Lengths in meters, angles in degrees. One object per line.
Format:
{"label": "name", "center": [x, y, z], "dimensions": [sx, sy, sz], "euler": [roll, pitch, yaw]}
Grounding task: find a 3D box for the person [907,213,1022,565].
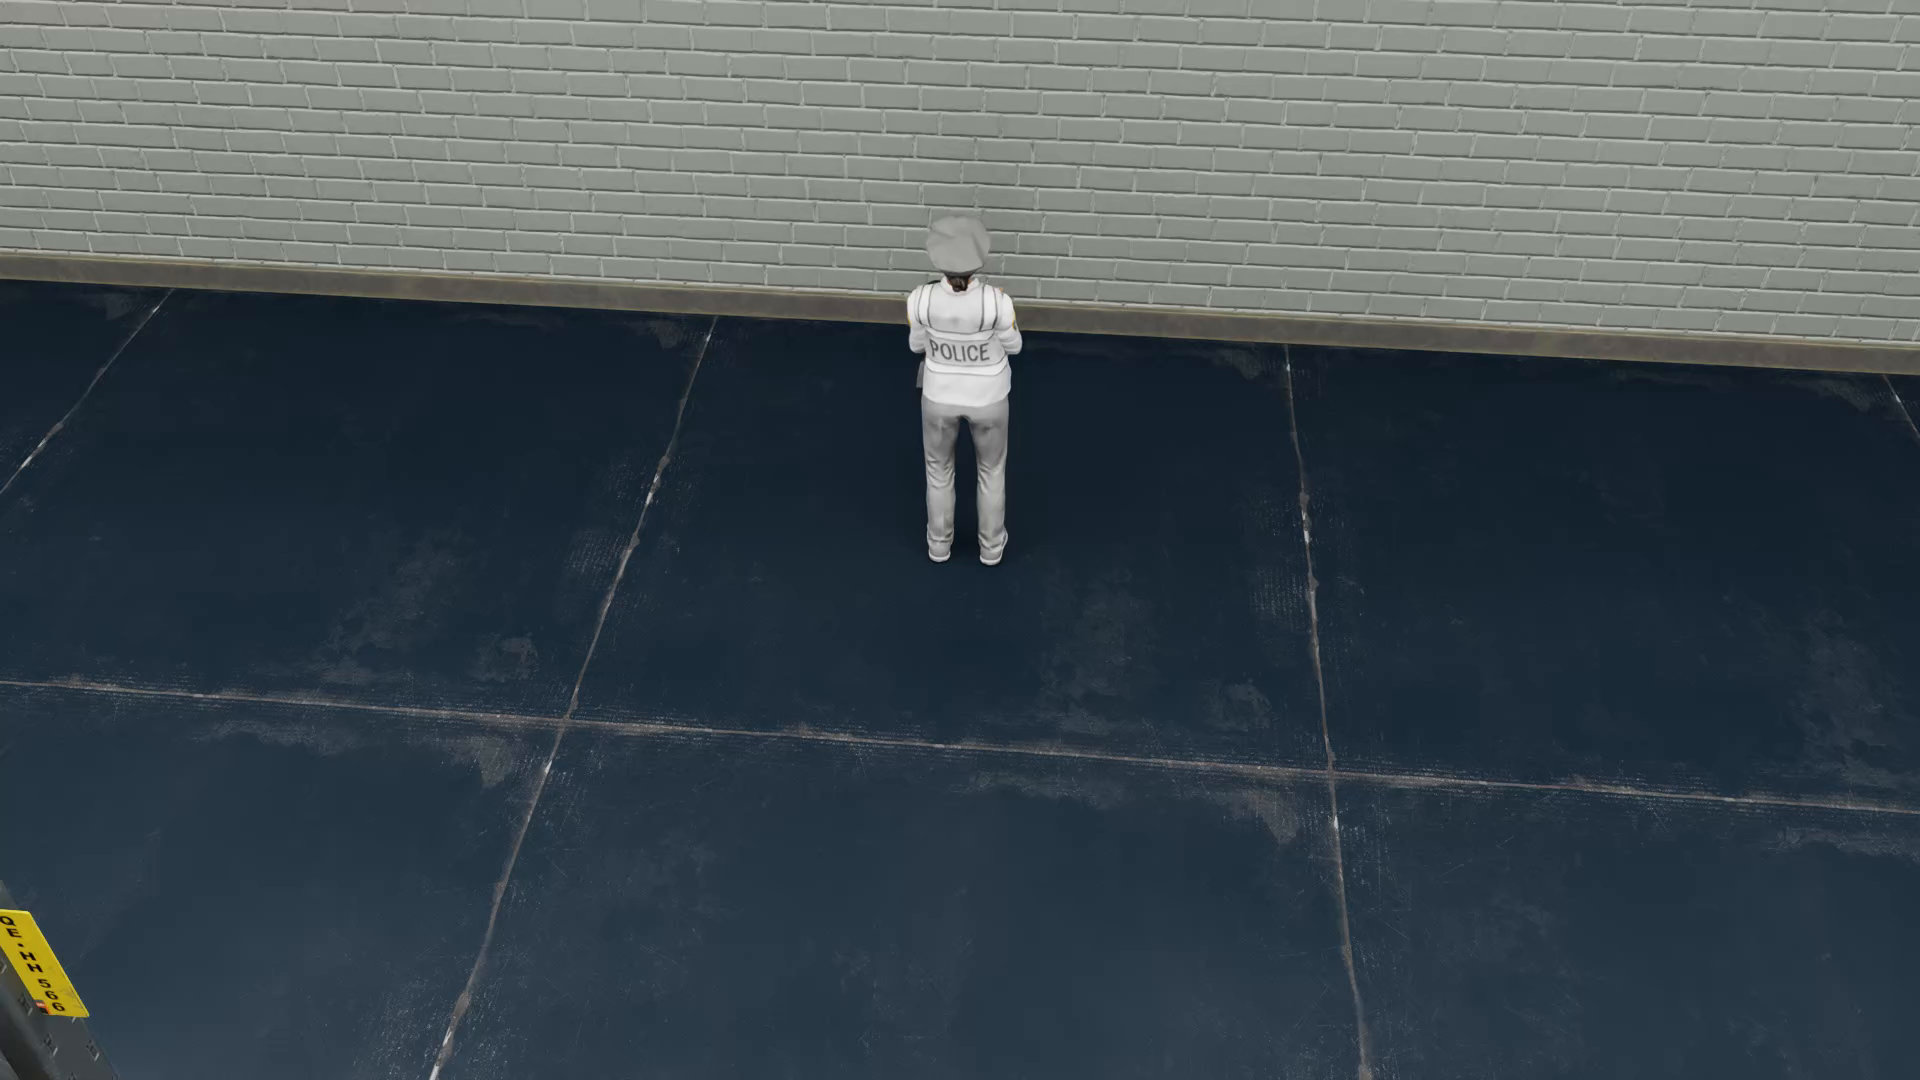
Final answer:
{"label": "person", "center": [0.022, -0.640, 6.891], "dimensions": [0.461, 1.686, 0.563], "euler": [3, 40, 4]}
